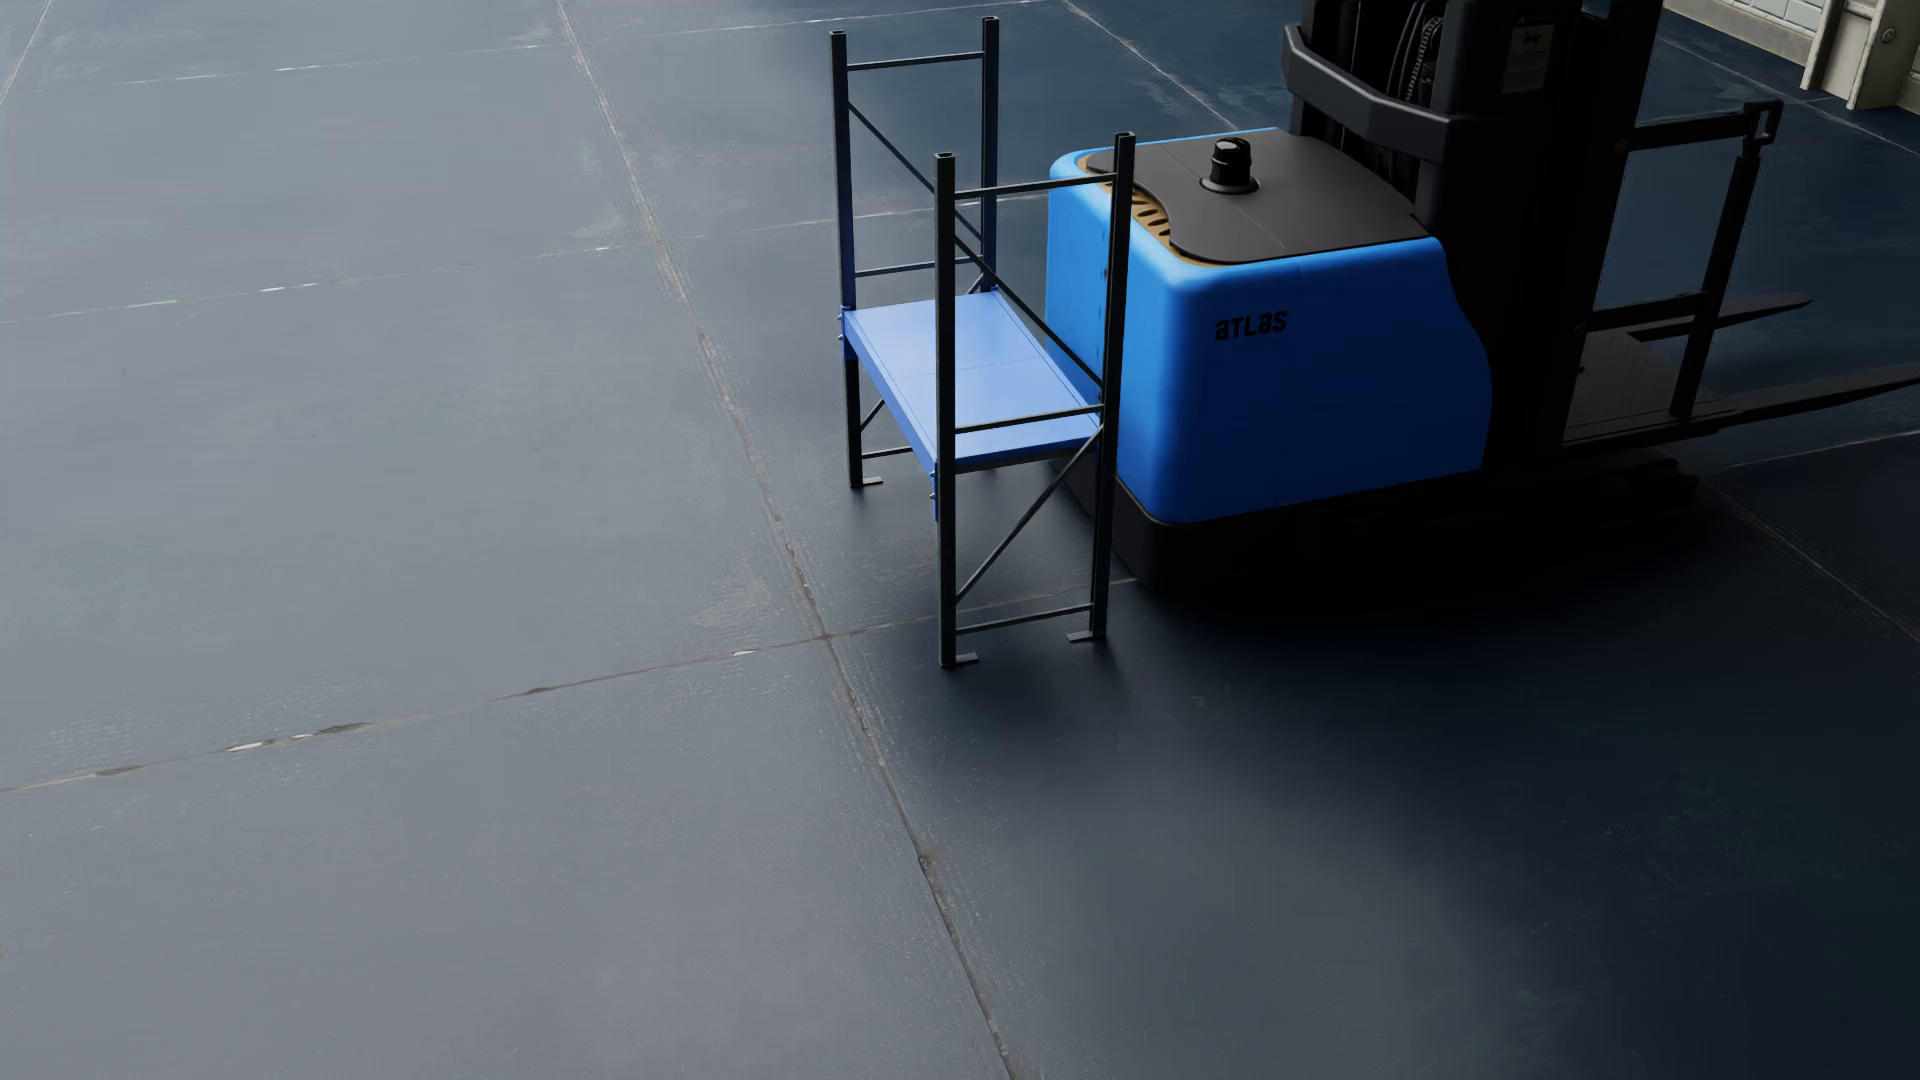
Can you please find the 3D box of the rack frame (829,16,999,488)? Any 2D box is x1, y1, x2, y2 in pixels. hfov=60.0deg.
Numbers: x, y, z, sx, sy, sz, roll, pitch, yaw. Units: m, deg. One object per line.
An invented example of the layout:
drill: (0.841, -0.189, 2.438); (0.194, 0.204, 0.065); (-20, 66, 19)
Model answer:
rack frame: (-0.129, -0.848, 5.173); (0.500, 1.500, 0.032); (-10, 35, -15)

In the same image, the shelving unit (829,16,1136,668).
shelving unit: (0.026, -0.581, 4.769); (0.538, 1.500, 1.048); (-10, 35, -15)

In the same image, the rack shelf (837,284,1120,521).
rack shelf: (0.026, -0.431, 4.868); (0.538, 0.185, 1.000); (-10, 35, -15)

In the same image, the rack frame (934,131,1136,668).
rack frame: (0.181, -0.314, 4.365); (0.500, 1.500, 0.032); (-10, 35, -15)

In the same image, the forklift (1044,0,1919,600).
forklift: (1.835, -1.523, 4.896); (3.031, 2.935, 1.130); (-10, 35, -15)

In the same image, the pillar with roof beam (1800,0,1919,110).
pillar with roof beam: (0.615, -5.387, 5.240); (9.100, 9.000, 0.400); (-10, 35, -15)
